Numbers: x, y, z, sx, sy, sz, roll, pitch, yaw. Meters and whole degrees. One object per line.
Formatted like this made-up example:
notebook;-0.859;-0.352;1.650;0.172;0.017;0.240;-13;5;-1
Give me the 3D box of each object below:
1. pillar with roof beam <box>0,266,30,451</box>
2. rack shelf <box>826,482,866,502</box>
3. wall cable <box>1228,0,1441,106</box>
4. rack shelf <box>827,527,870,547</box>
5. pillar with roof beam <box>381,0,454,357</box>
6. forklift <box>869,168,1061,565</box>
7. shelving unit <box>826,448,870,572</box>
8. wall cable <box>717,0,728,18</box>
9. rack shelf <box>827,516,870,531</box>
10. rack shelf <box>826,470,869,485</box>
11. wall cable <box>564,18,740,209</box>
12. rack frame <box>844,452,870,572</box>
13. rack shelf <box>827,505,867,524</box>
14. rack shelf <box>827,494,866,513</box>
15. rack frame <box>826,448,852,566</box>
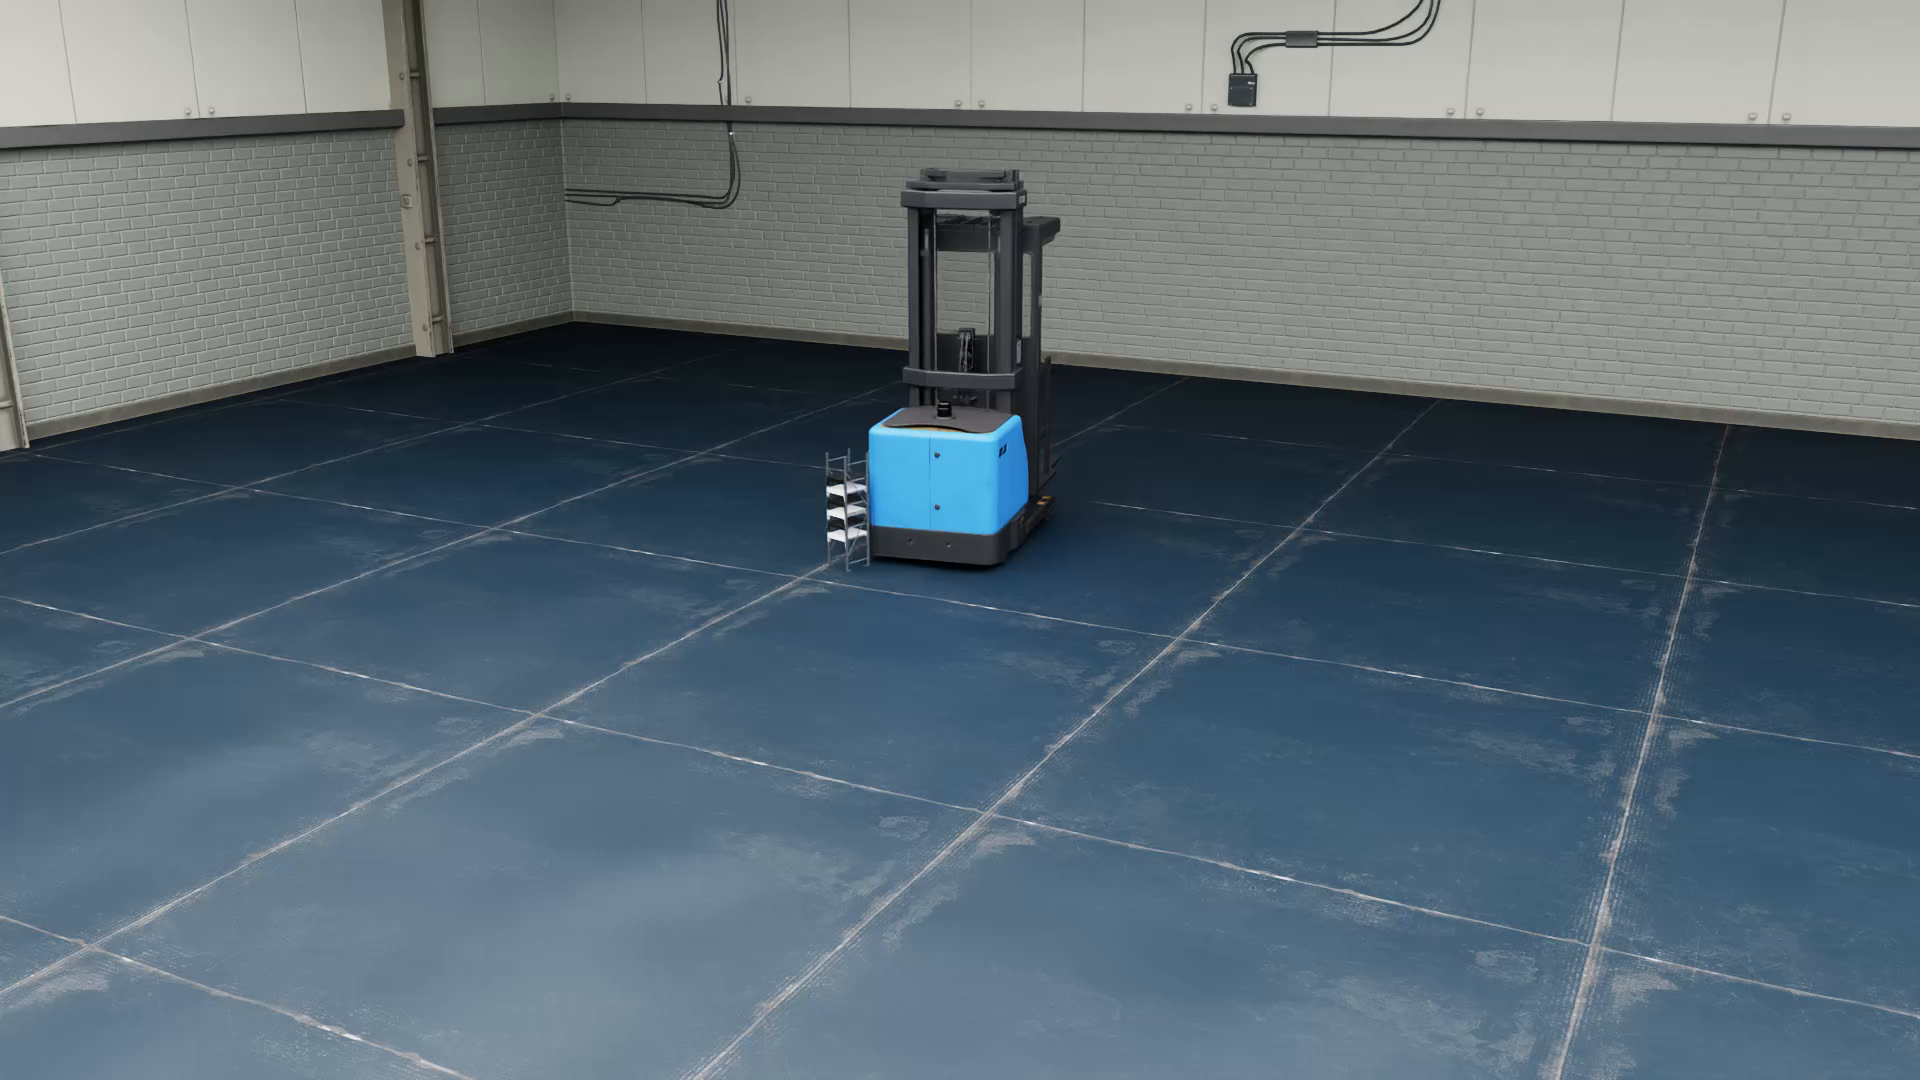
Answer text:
pillar with roof beam;-5.688;-4.666;13.430;9.100;9.000;0.400;8;18;25
rack shelf;-0.857;-0.372;12.680;0.200;0.077;0.258;16;23;42
wall cable;4.127;-7.743;17.815;2.305;6.003;0.169;8;18;25
rack shelf;-0.856;-0.026;12.782;0.200;0.077;0.258;16;23;42
pillar with roof beam;-3.007;-6.195;18.575;9.100;9.000;0.400;8;18;25
forklift;0.188;-1.593;13.738;1.130;2.935;3.031;5;17;15
shelving unit;-0.857;-0.231;12.721;0.210;0.900;0.258;16;23;42
wall cable;-1.939;-7.913;20.944;3.097;2.526;0.112;8;18;25
rack shelf;-0.856;-0.113;12.757;0.200;0.077;0.258;16;23;42
rack shelf;-0.857;-0.458;12.654;0.200;0.077;0.258;16;23;42
wall cable;-4.359;-5.836;22.821;3.097;2.526;0.112;8;18;25
rack frame;-0.784;-0.211;12.653;0.006;0.900;0.240;16;23;42
rack shelf;-0.857;-0.199;12.731;0.200;0.077;0.258;16;23;42
rack shelf;-0.857;-0.285;12.705;0.200;0.077;0.258;16;23;42
rack frame;-0.929;-0.251;12.790;0.006;0.900;0.240;16;23;42
